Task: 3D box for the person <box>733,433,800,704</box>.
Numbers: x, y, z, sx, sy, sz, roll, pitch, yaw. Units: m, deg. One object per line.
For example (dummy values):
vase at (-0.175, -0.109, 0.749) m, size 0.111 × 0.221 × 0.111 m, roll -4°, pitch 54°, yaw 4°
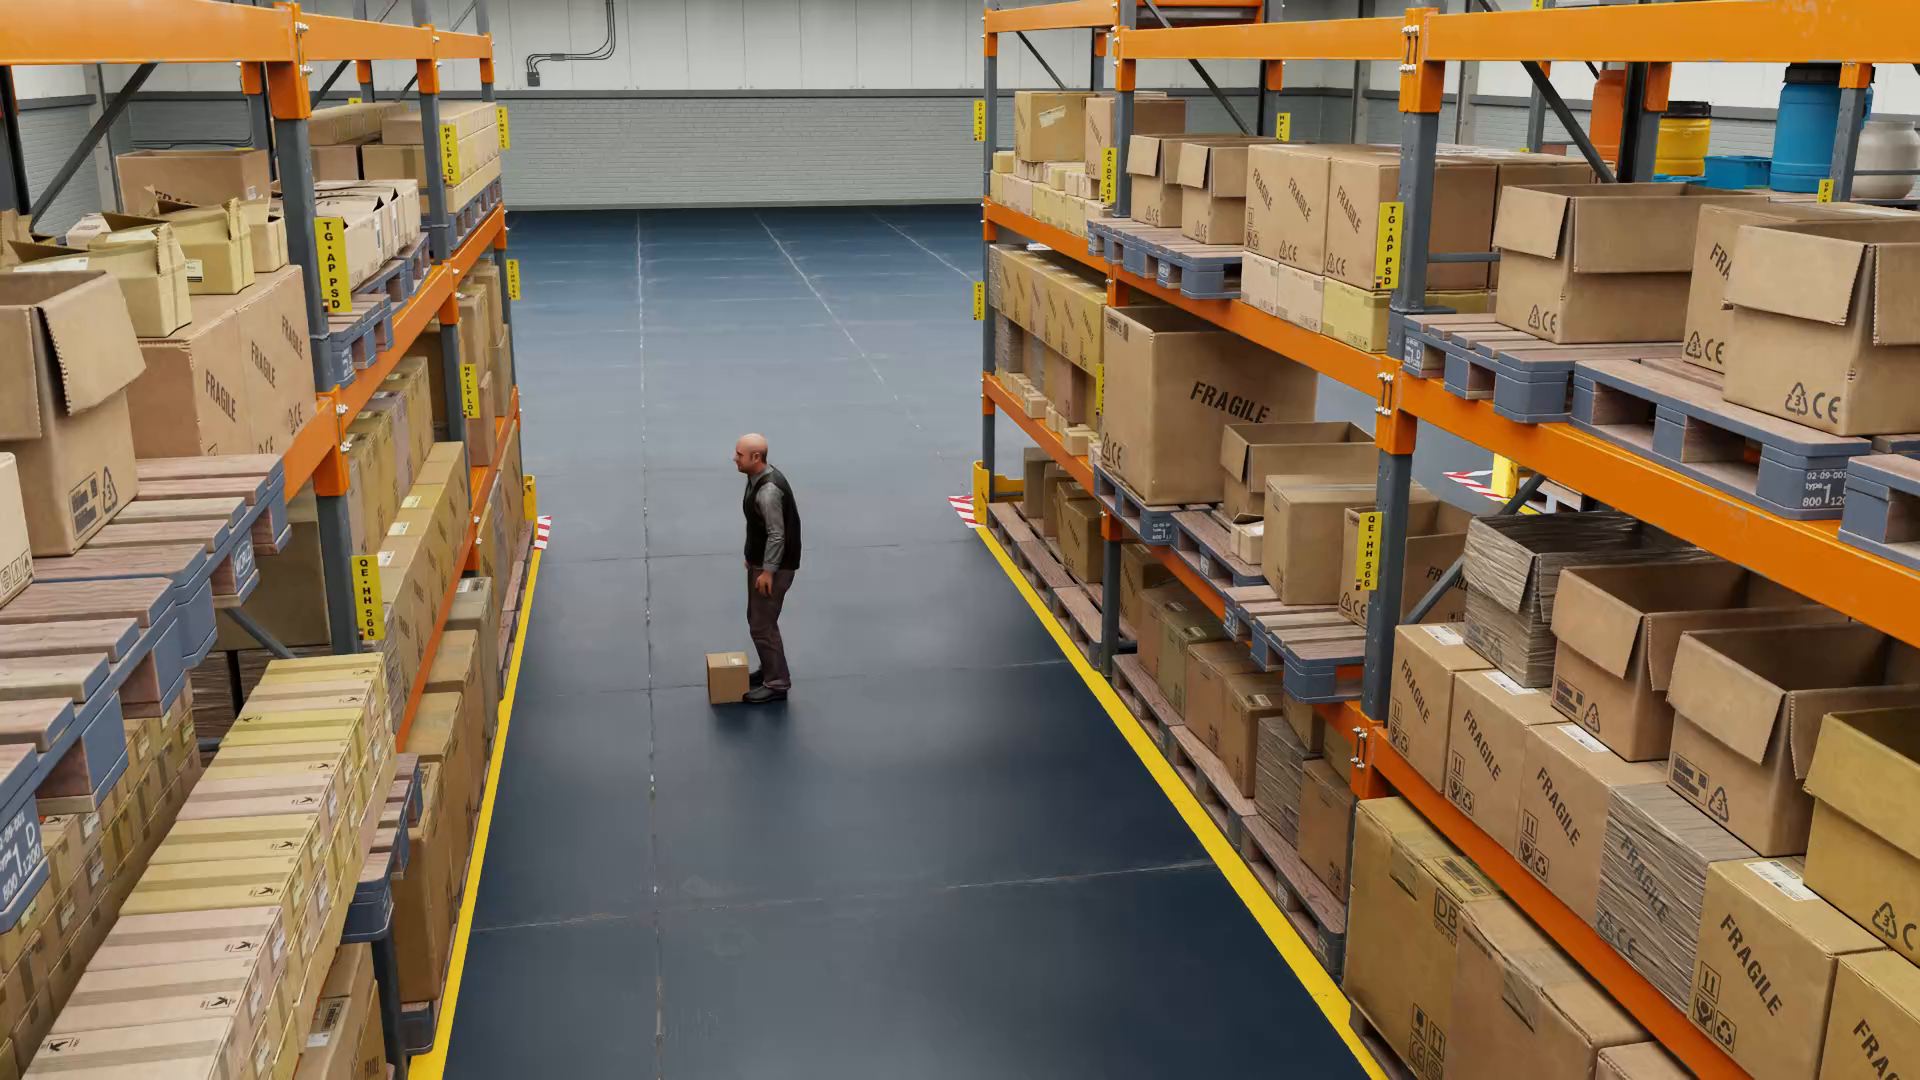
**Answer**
person at (-1.217, 0.159, 10.531) m, size 0.418 × 1.721 × 0.581 m, roll -3°, pitch 16°, yaw -10°
